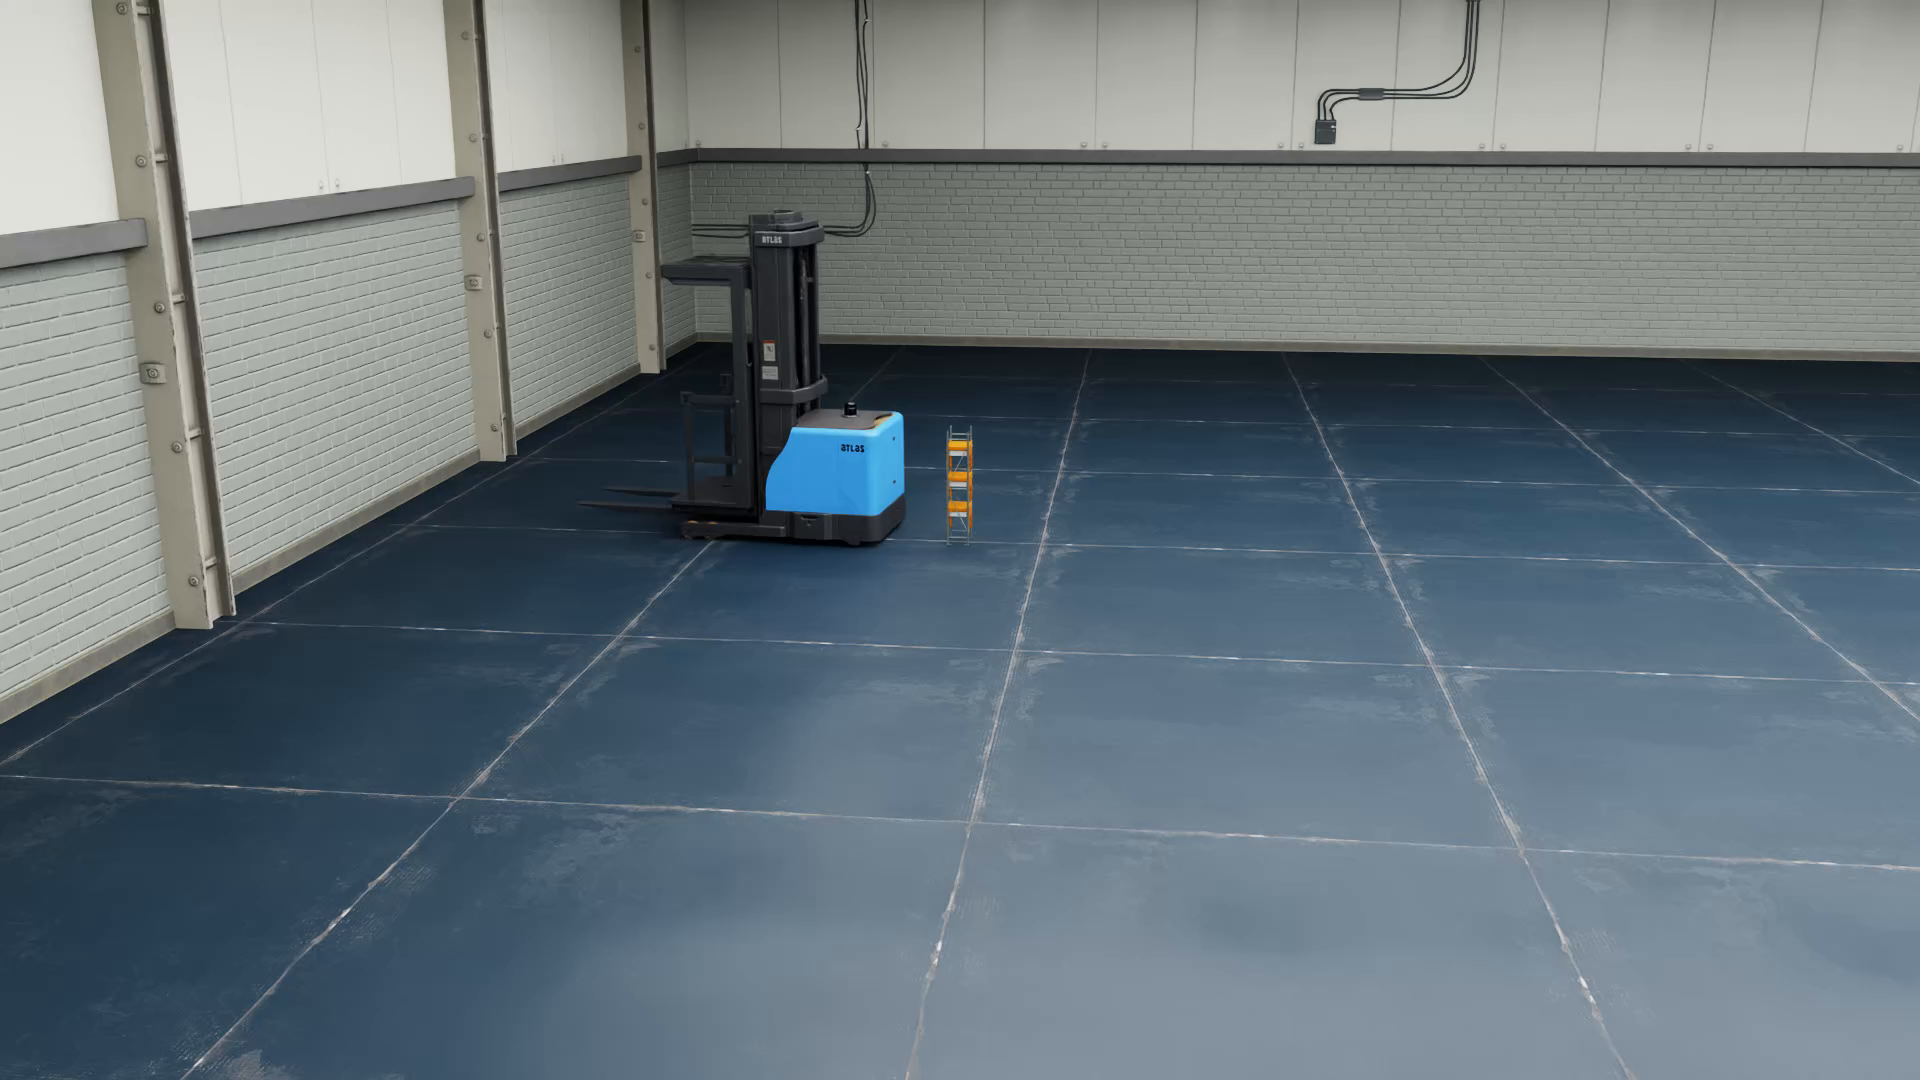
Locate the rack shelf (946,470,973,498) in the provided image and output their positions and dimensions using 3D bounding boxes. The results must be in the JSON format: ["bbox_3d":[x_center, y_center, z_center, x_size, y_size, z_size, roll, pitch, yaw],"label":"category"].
[{"bbox_3d":[-0.006,-0.483,15.064,0.215,0.259,0.240,2,15,6],"label":"rack shelf"}]

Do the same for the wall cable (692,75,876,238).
[{"bbox_3d":[-2.874,-6.055,26.353,3.097,2.526,0.112,2,15,6],"label":"wall cable"}]

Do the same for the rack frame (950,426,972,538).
[{"bbox_3d":[0.008,-0.525,15.179,0.200,1.050,0.008,2,15,6],"label":"rack frame"}]

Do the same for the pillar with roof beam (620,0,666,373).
[{"bbox_3d":[-0.242,-6.702,22.797,9.100,9.000,0.400,2,15,6],"label":"pillar with roof beam"}]

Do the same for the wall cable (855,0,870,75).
[{"bbox_3d":[-0.185,-8.414,25.399,3.097,2.526,0.112,2,15,6],"label":"wall cable"}]

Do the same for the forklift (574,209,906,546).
[{"bbox_3d":[-2.089,-1.544,15.346,3.031,2.935,1.130,3,15,12],"label":"forklift"}]

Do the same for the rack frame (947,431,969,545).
[{"bbox_3d":[-0.020,-0.461,14.945,0.200,1.050,0.008,2,15,6],"label":"rack frame"}]

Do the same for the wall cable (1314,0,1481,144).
[{"bbox_3d":[6.558,-8.912,24.454,2.305,6.003,0.169,2,15,6],"label":"wall cable"}]

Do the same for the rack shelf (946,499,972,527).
[{"bbox_3d":[-0.006,-0.214,15.137,0.215,0.259,0.240,2,15,6],"label":"rack shelf"}]

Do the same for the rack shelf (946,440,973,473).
[{"bbox_3d":[-0.006,-0.757,14.990,0.215,0.259,0.240,2,15,6],"label":"rack shelf"}]

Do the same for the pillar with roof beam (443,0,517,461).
[{"bbox_3d":[-0.919,-5.146,17.042,9.100,9.000,0.400,2,15,6],"label":"pillar with roof beam"}]

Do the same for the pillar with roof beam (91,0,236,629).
[{"bbox_3d":[-1.596,-3.590,11.287,9.100,9.000,0.400,2,15,6],"label":"pillar with roof beam"}]

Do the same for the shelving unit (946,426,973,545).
[{"bbox_3d":[-0.006,-0.493,15.062,0.215,1.050,0.252,2,15,6],"label":"shelving unit"}]
